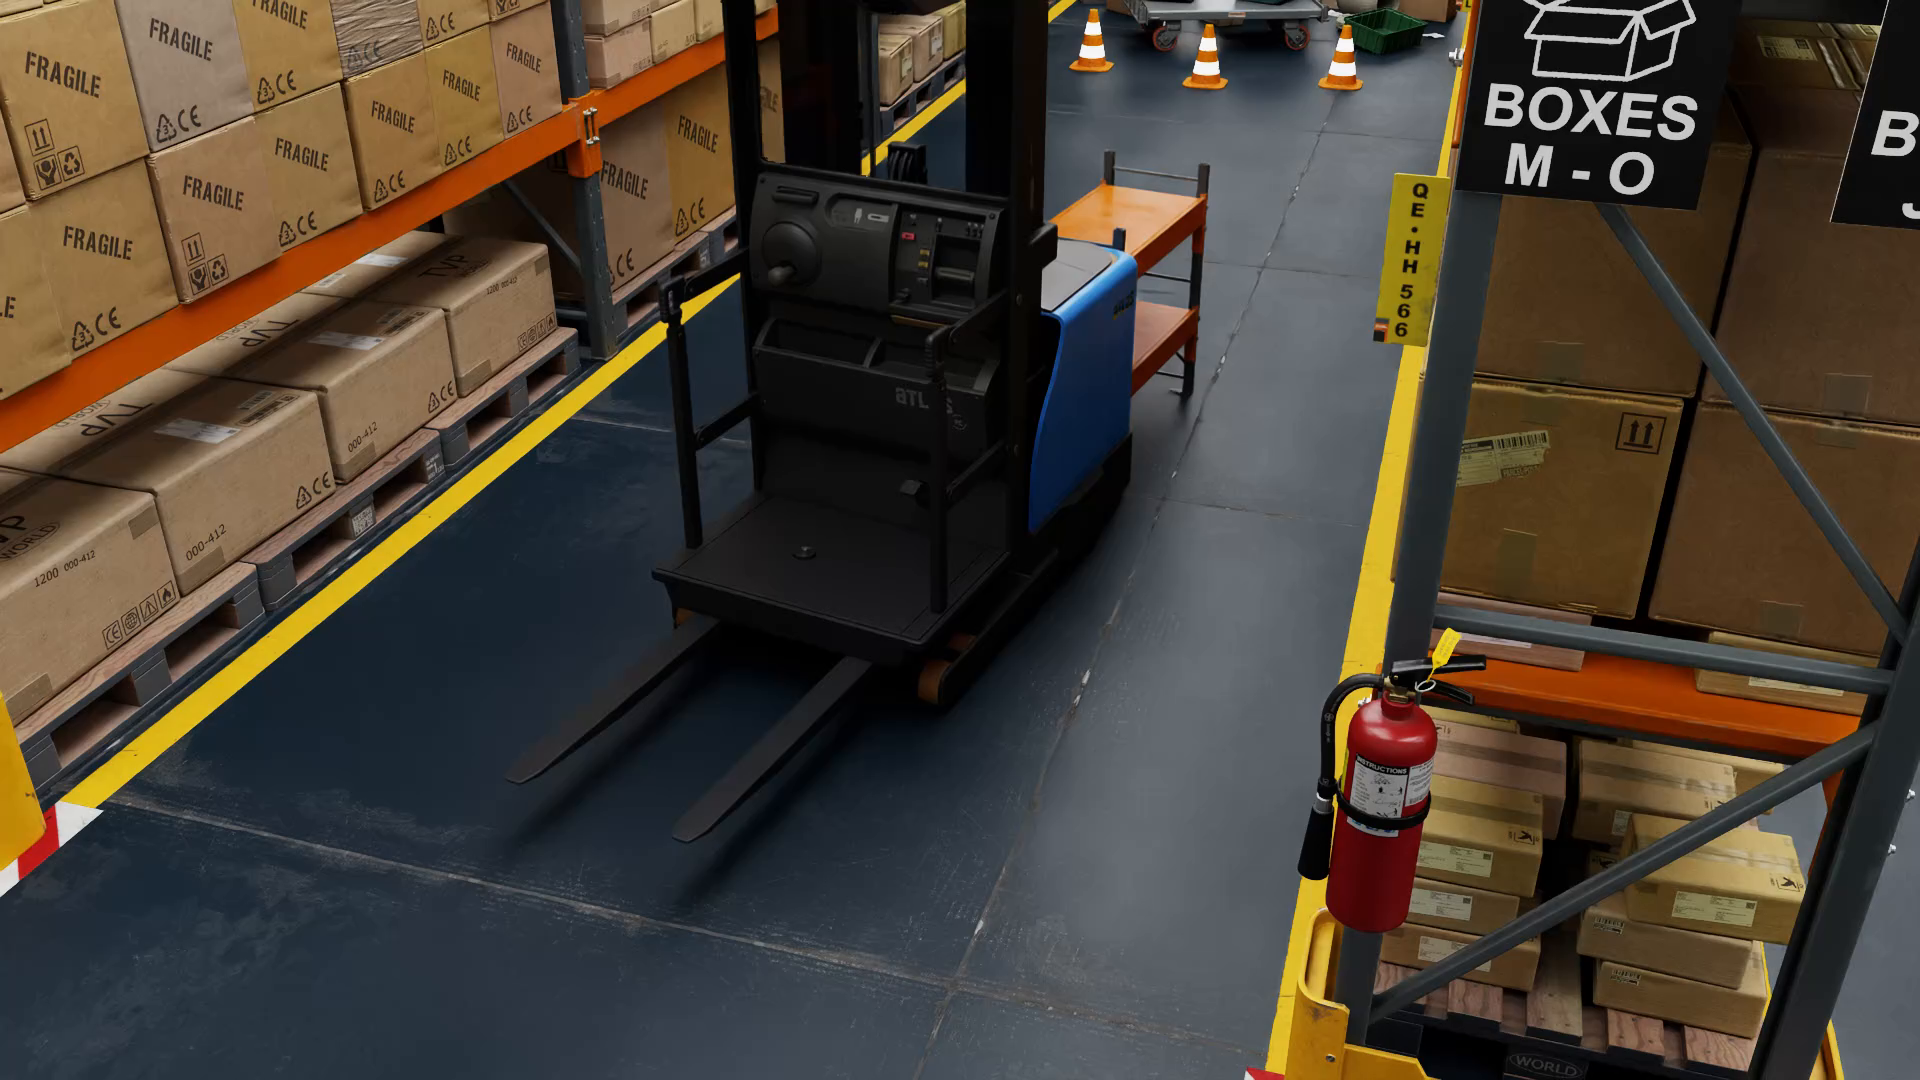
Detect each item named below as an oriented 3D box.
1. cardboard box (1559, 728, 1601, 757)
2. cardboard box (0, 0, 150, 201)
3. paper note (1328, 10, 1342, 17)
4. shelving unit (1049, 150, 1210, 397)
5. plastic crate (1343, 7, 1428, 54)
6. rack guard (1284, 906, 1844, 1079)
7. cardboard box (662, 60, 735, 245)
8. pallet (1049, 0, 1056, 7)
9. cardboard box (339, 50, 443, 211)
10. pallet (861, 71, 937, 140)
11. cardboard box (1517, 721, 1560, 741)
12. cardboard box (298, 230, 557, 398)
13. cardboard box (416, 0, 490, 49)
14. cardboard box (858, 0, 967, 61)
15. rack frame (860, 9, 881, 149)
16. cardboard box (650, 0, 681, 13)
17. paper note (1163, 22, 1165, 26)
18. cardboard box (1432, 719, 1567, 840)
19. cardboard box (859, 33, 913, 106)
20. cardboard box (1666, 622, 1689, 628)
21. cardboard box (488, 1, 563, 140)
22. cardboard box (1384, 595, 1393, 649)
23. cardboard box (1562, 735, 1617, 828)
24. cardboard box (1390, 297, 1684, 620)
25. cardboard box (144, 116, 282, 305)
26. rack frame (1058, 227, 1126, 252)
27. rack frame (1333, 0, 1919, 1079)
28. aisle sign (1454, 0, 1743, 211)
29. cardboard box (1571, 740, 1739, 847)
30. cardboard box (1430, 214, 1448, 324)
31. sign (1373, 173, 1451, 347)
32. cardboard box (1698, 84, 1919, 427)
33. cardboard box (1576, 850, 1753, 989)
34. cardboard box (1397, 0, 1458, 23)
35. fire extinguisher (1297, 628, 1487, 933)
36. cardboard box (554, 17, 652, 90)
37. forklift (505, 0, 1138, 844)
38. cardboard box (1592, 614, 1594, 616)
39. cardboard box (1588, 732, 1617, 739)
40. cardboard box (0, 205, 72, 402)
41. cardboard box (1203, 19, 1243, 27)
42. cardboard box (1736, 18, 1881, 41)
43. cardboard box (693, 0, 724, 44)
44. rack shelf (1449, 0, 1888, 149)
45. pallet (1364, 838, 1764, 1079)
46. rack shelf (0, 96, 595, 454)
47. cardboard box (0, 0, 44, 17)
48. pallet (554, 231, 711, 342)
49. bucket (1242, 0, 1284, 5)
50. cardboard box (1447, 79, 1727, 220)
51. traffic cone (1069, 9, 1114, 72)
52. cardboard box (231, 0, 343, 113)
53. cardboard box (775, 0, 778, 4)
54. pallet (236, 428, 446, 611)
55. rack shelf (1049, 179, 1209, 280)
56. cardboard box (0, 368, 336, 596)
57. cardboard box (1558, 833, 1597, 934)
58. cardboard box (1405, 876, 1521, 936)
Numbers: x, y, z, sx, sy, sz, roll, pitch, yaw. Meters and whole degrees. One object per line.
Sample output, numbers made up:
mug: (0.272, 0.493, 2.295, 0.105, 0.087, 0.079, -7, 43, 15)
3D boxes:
cardboard box: (2.046, 0.599, 5.089, 0.380, 0.149, 0.250, 9, 30, 15)
cardboard box: (-2.846, -1.344, 4.950, 0.500, 0.500, 0.500, 8, 30, 14)
paper note: (3.529, -4.949, 15.623, 0.172, 0.023, 0.155, 20, 35, 32)
shelving unit: (0.666, -1.029, 7.443, 0.538, 1.125, 1.048, 14, 32, 23)
plastic crate: (3.679, -4.422, 14.446, 0.662, 0.188, 0.450, -24, 47, -37)
rack guard: (1.380, 1.276, 3.942, 1.175, 0.500, 0.348, 8, 30, 15)
cardboard box: (-1.867, -2.275, 9.507, 0.875, 0.875, 0.875, 9, 30, 16)
pallet: (0.282, -5.115, 15.728, 1.003, 0.211, 1.213, 8, 30, 15)
cardboard box: (-2.401, -1.615, 6.465, 0.500, 0.500, 0.500, 8, 30, 14)
pallet: (-0.825, -3.302, 12.469, 1.003, 0.211, 1.213, 8, 30, 15)
cardboard box: (1.568, 0.514, 4.936, 0.380, 0.149, 0.250, 8, 30, 14)
cardboard box: (-2.517, -1.086, 7.821, 0.875, 0.438, 0.875, 8, 30, 14)
cardboard box: (-2.261, -2.286, 6.643, 0.500, 0.500, 0.500, 8, 30, 14)
cardboard box: (-0.443, -4.150, 13.396, 0.950, 0.372, 0.625, 10, 30, 17)
rack frame: (-1.056, -4.158, 11.139, 1.000, 3.000, 0.127, 8, 30, 15)
cardboard box: (-1.705, -2.863, 8.450, 0.500, 0.250, 0.500, 9, 30, 16)
paper note: (1.905, -4.722, 15.207, 0.148, 0.019, 0.142, 8, 30, 15)
cardboard box: (1.399, 0.631, 4.419, 0.380, 0.149, 0.250, 9, 30, 16)
cardboard box: (-0.880, -3.454, 12.145, 0.950, 0.372, 0.625, 6, 30, 11)
cardboard box: (1.801, 0.101, 3.741, 0.380, 0.149, 0.250, 10, 30, 17)
cardboard box: (-2.122, -2.091, 7.320, 0.500, 0.500, 0.500, 9, 30, 15)
cardboard box: (1.516, 0.248, 5.107, 0.380, 0.149, 0.250, 10, 31, 17)
cardboard box: (1.878, 0.699, 4.602, 0.380, 0.149, 0.250, 9, 30, 16)
cardboard box: (1.244, -0.200, 3.615, 0.500, 0.500, 0.500, 9, 30, 16)
cardboard box: (-2.700, -1.139, 5.609, 0.500, 0.500, 0.500, 8, 30, 15)
rack frame: (0.438, -0.808, 7.046, 0.500, 1.125, 0.032, 14, 32, 23)
rack frame: (1.361, 0.220, 3.270, 0.949, 2.616, 0.053, 8, 30, 15)
aisle sign: (1.049, -0.926, 2.654, 0.394, 0.787, 0.004, 8, 30, 15)
cardboard box: (1.802, 0.681, 4.329, 0.380, 0.149, 0.250, 9, 30, 16)
cardboard box: (1.539, -0.676, 4.470, 0.500, 0.500, 0.500, 9, 30, 15)
sign: (0.833, -0.513, 3.071, 0.100, 0.325, 0.005, 8, 30, 15)
cardboard box: (1.743, -0.562, 3.238, 0.500, 0.500, 0.500, 8, 30, 15)
cardboard box: (1.757, 0.945, 4.161, 0.380, 0.149, 0.250, 10, 31, 17)
cardboard box: (4.355, -5.134, 15.462, 0.500, 0.500, 0.500, 14, 32, 23)
fire extinguisher: (0.843, 0.467, 3.288, 0.296, 0.674, 0.183, 8, 30, 15)
cardboard box: (-1.848, -2.400, 8.134, 0.500, 0.250, 0.500, 8, 30, 14)
forklift: (-0.393, -0.953, 5.448, 1.130, 2.935, 3.031, 14, 32, 23)
cardboard box: (1.292, 0.027, 3.875, 0.380, 0.149, 0.250, 8, 30, 15)
cardboard box: (1.992, 0.455, 4.735, 0.380, 0.149, 0.250, 7, 30, 12)
cardboard box: (-2.989, -0.666, 4.759, 0.500, 0.500, 0.500, 8, 30, 14)
cardboard box: (2.409, -4.894, 15.275, 0.258, 0.266, 0.396, -12, 31, -20)
cardboard box: (2.059, -1.036, 4.090, 0.500, 0.500, 0.500, 8, 30, 14)
cardboard box: (-1.532, -2.877, 8.990, 0.500, 0.250, 0.500, 8, 30, 14)
rack shelf: (1.945, -1.707, 4.387, 1.077, 0.370, 4.000, 8, 30, 15)
pallet: (1.652, 1.030, 4.681, 1.003, 0.211, 1.213, 8, 30, 15)
rack shelf: (-2.817, -1.055, 6.301, 1.077, 0.370, 4.000, 8, 30, 15)
cardboard box: (-2.840, -1.566, 4.681, 0.380, 0.149, 0.250, 9, 30, 16)
pallet: (-2.075, -1.450, 9.139, 1.003, 0.211, 1.213, 8, 30, 15)
bucket: (2.716, -4.983, 14.426, 0.726, 0.611, 0.620, 20, 45, 32)
cardboard box: (1.403, -0.875, 3.800, 0.500, 0.500, 0.500, 7, 30, 13)
traffic cone: (1.093, -4.132, 13.702, 0.336, 0.463, 0.334, 8, 30, 15)
cardboard box: (-2.557, -1.817, 5.799, 0.500, 0.500, 0.500, 9, 30, 15)
cardboard box: (-1.254, -3.349, 9.839, 0.500, 0.250, 0.500, 8, 30, 14)
pallet: (-2.884, -0.169, 6.838, 1.003, 0.211, 1.213, 8, 30, 15)
rack shelf: (0.666, -1.285, 7.301, 0.538, 0.278, 1.000, 14, 32, 23)
cardboard box: (-3.045, -0.252, 6.320, 0.875, 0.438, 0.875, 9, 30, 16)
cardboard box: (1.816, 0.950, 4.457, 0.380, 0.149, 0.250, 8, 30, 15)
cardboard box: (1.240, 0.865, 4.303, 0.380, 0.149, 0.250, 8, 30, 14)
